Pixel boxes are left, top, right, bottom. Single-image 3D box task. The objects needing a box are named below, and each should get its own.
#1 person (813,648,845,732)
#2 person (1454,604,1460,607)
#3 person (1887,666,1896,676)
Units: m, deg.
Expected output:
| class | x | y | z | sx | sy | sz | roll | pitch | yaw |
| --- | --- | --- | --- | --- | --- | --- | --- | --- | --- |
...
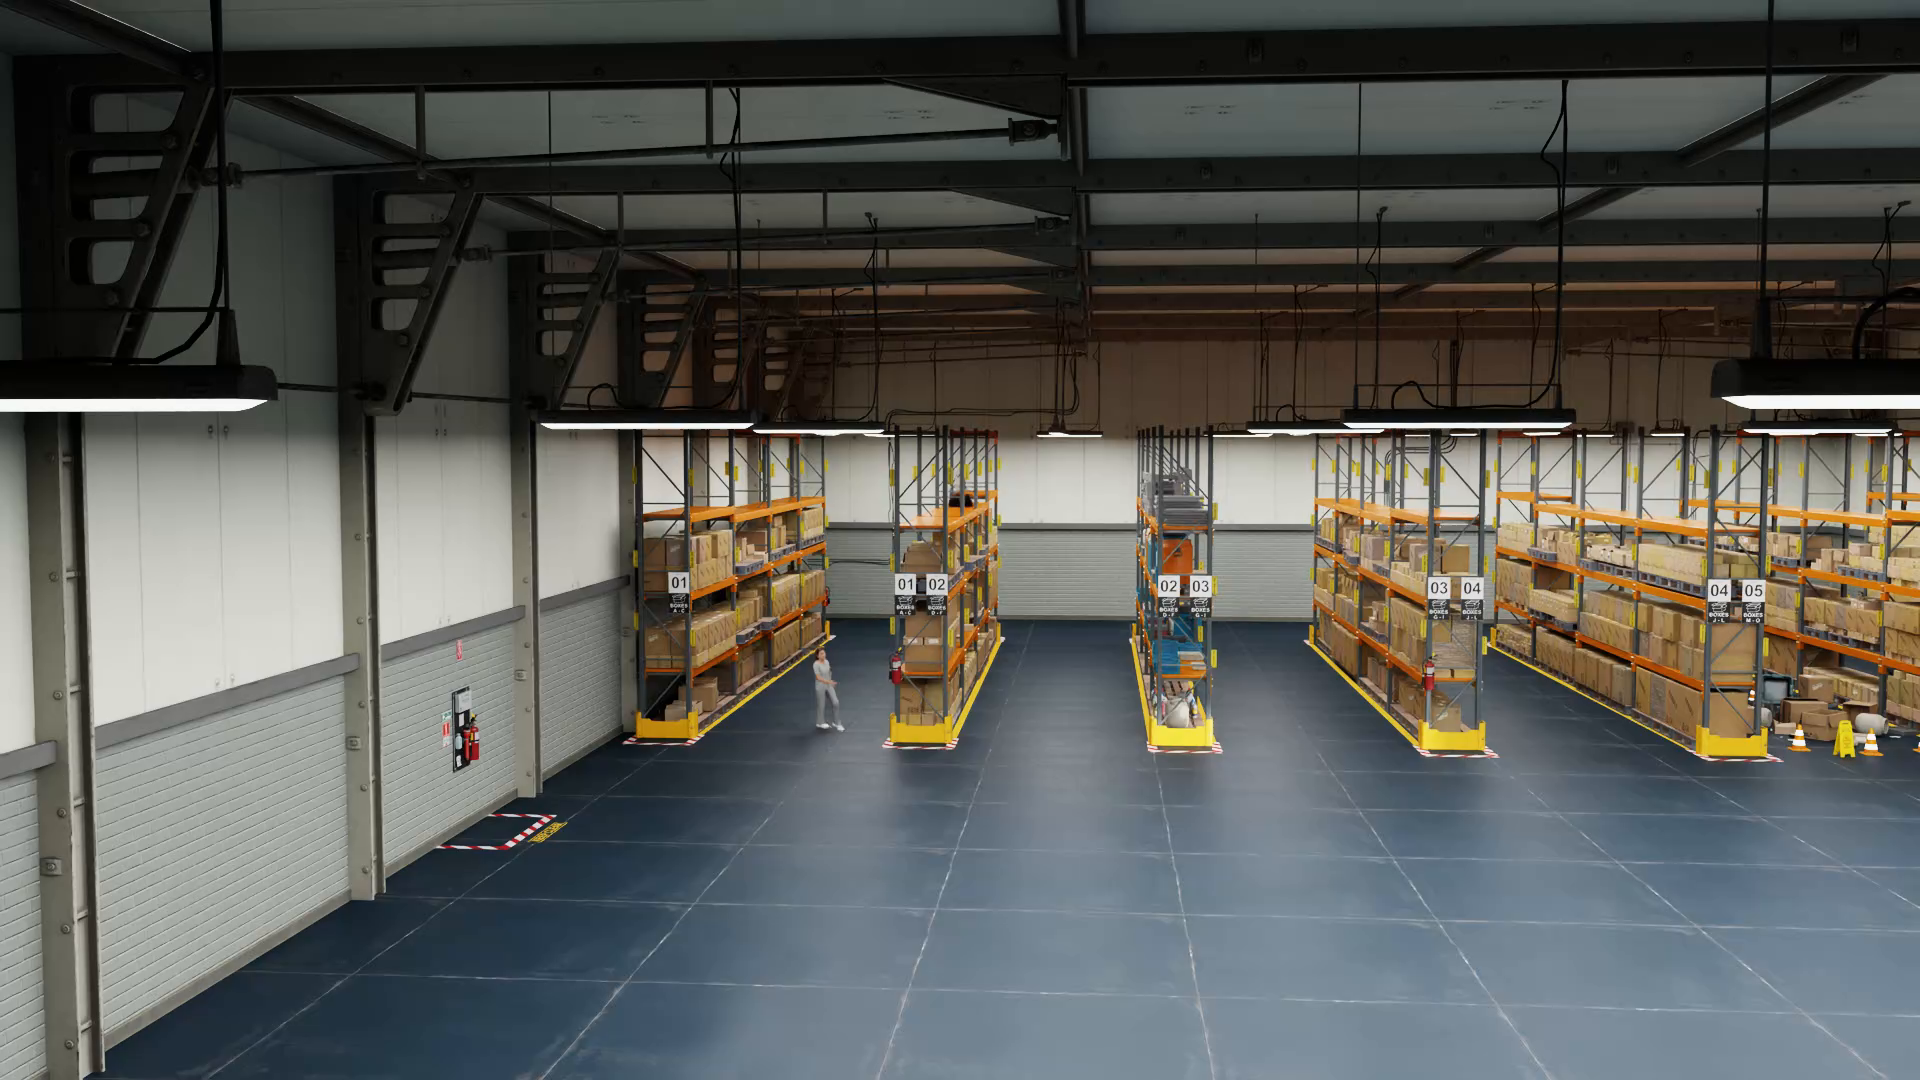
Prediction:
| class | x | y | z | sx | sy | sz | roll | pitch | yaw |
| --- | --- | --- | --- | --- | --- | --- | --- | --- | --- |
| person | -2.650 | 2.925 | 32.616 | 0.572 | 1.664 | 0.710 | -3 | 5 | -42 |
| person | 13.724 | 2.136 | 46.326 | 0.628 | 1.695 | 0.890 | 1 | 4 | 12 |
| person | 21.892 | 2.649 | 39.284 | 0.574 | 1.431 | 0.789 | -1 | 4 | -22 |
